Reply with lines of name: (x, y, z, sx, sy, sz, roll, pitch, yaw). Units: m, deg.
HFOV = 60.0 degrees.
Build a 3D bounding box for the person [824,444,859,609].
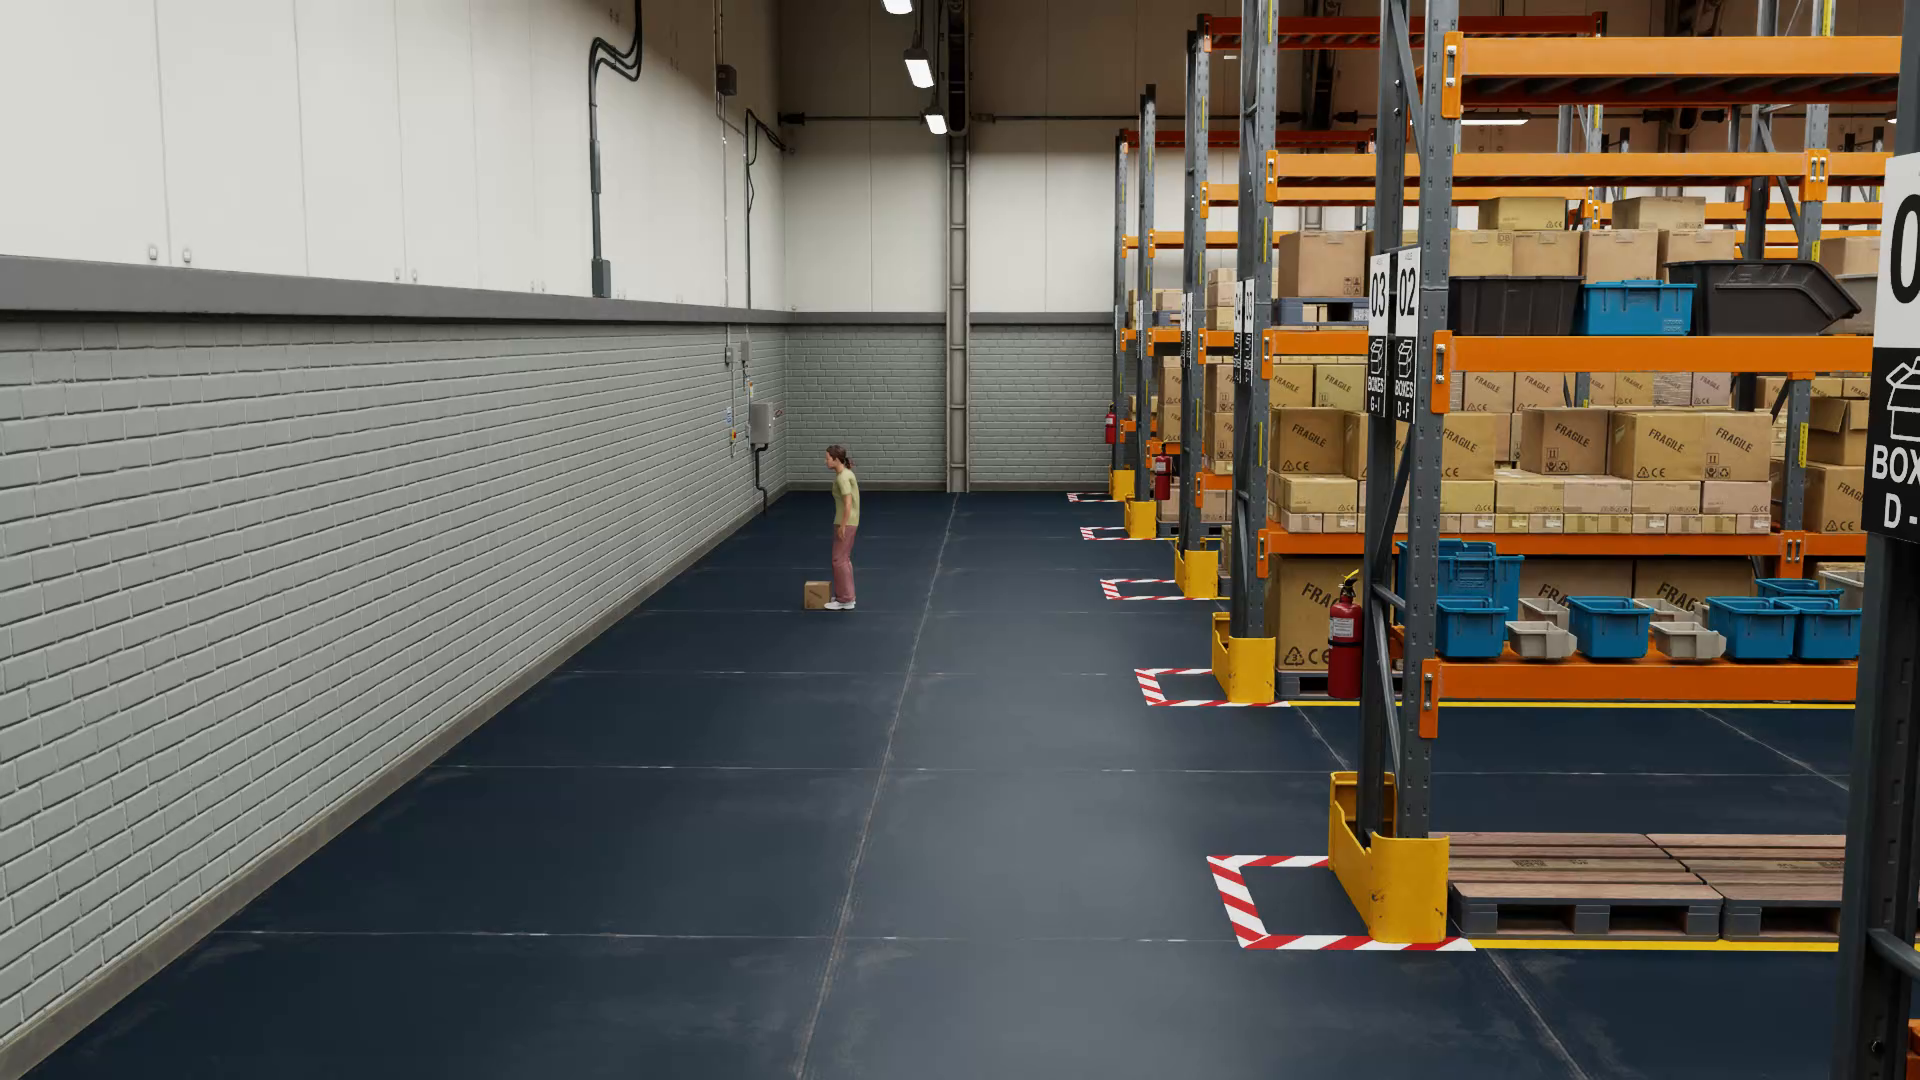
person: (-1.204, -0.141, 16.884, 0.366, 1.671, 0.512, 0, 7, -2)
